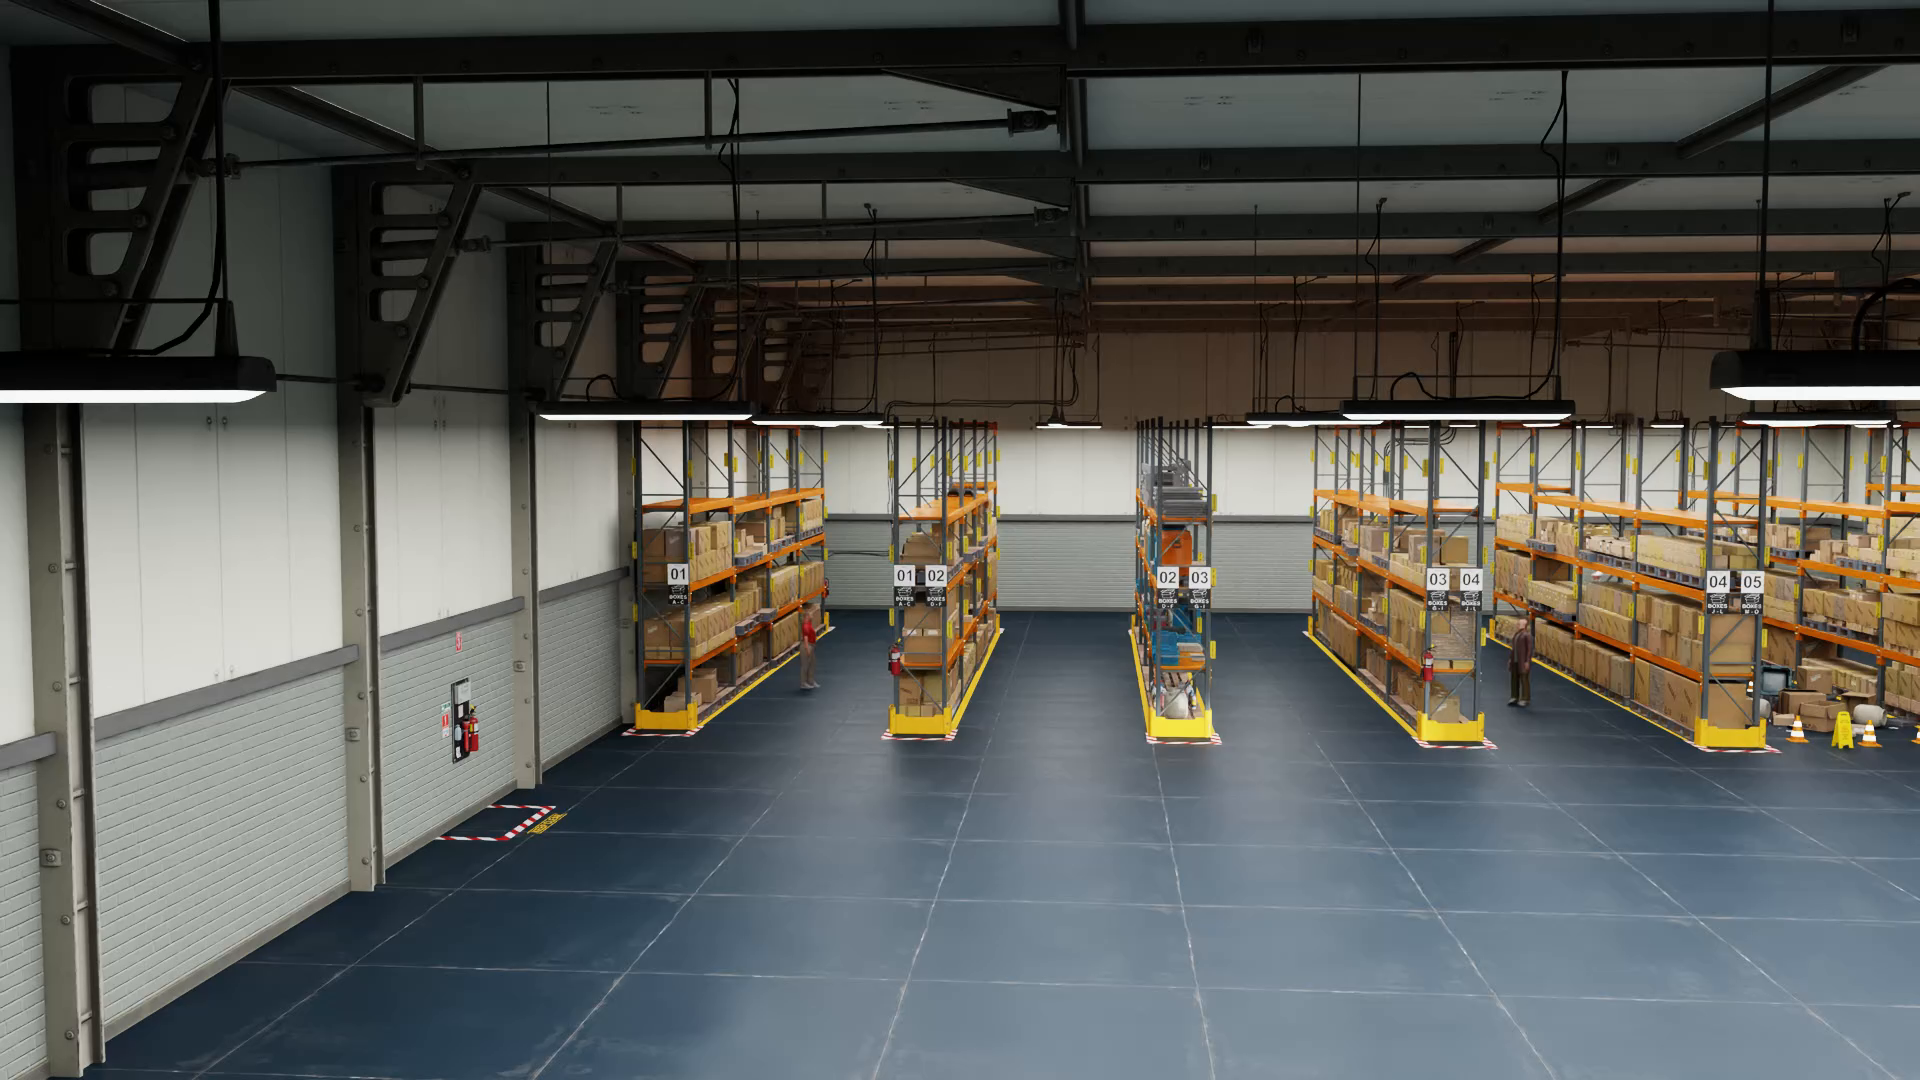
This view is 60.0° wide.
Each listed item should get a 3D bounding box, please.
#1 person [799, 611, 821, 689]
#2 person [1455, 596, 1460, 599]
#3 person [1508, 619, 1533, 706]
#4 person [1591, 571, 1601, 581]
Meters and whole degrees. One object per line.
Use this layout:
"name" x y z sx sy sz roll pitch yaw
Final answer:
"person" -3.353 2.463 37.096 0.449 1.768 0.627 0 4 3
"person" 14.380 1.765 48.113 0.470 1.615 0.807 2 4 26
"person" 11.720 2.551 34.821 0.407 1.788 0.613 -2 4 -25
"person" 18.235 1.745 47.497 0.856 1.739 0.567 0 4 -3
